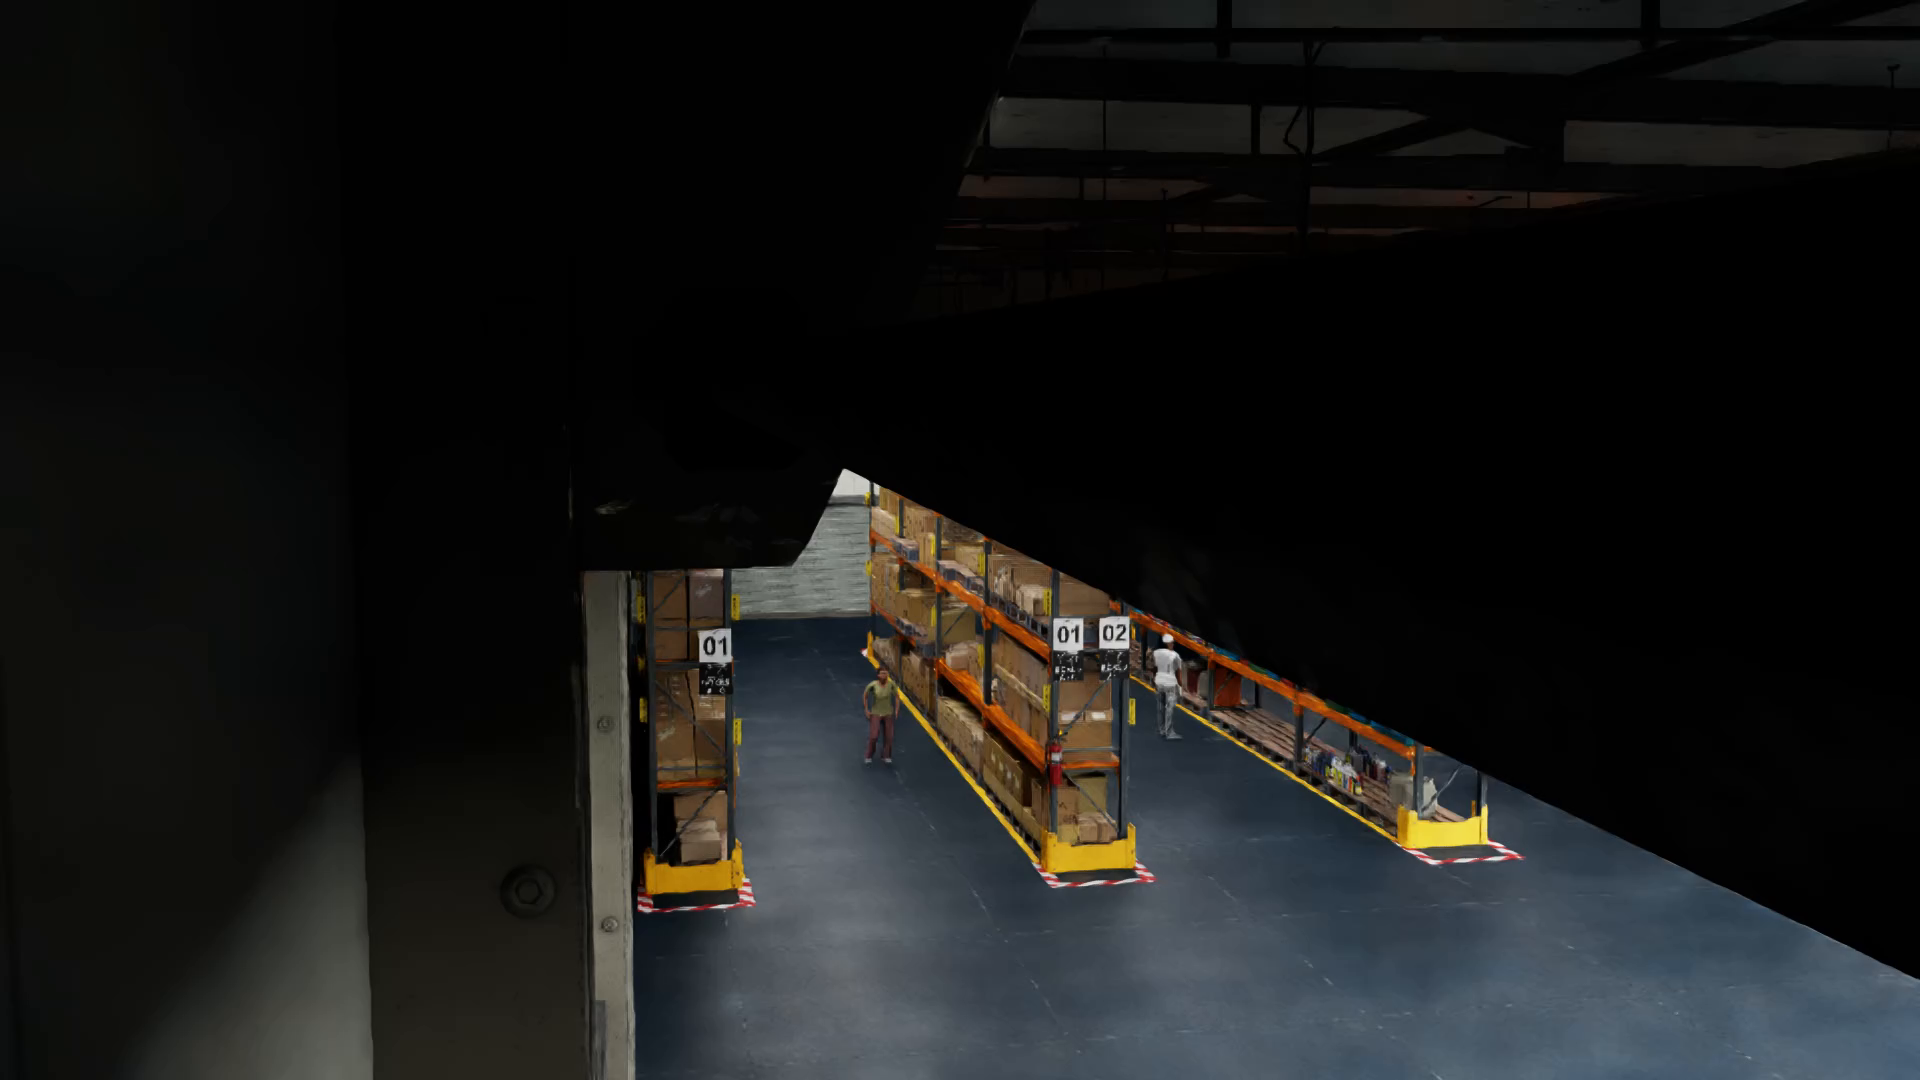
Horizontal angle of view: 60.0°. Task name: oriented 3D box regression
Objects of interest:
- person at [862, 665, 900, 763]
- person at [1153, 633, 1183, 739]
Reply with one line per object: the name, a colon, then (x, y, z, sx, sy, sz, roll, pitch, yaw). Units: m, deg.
person: (-1.255, 2.770, 26.494, 0.598, 1.619, 0.507, -1, 6, -13)
person: (3.564, 2.468, 28.358, 0.456, 1.786, 0.620, -5, 8, -42)
